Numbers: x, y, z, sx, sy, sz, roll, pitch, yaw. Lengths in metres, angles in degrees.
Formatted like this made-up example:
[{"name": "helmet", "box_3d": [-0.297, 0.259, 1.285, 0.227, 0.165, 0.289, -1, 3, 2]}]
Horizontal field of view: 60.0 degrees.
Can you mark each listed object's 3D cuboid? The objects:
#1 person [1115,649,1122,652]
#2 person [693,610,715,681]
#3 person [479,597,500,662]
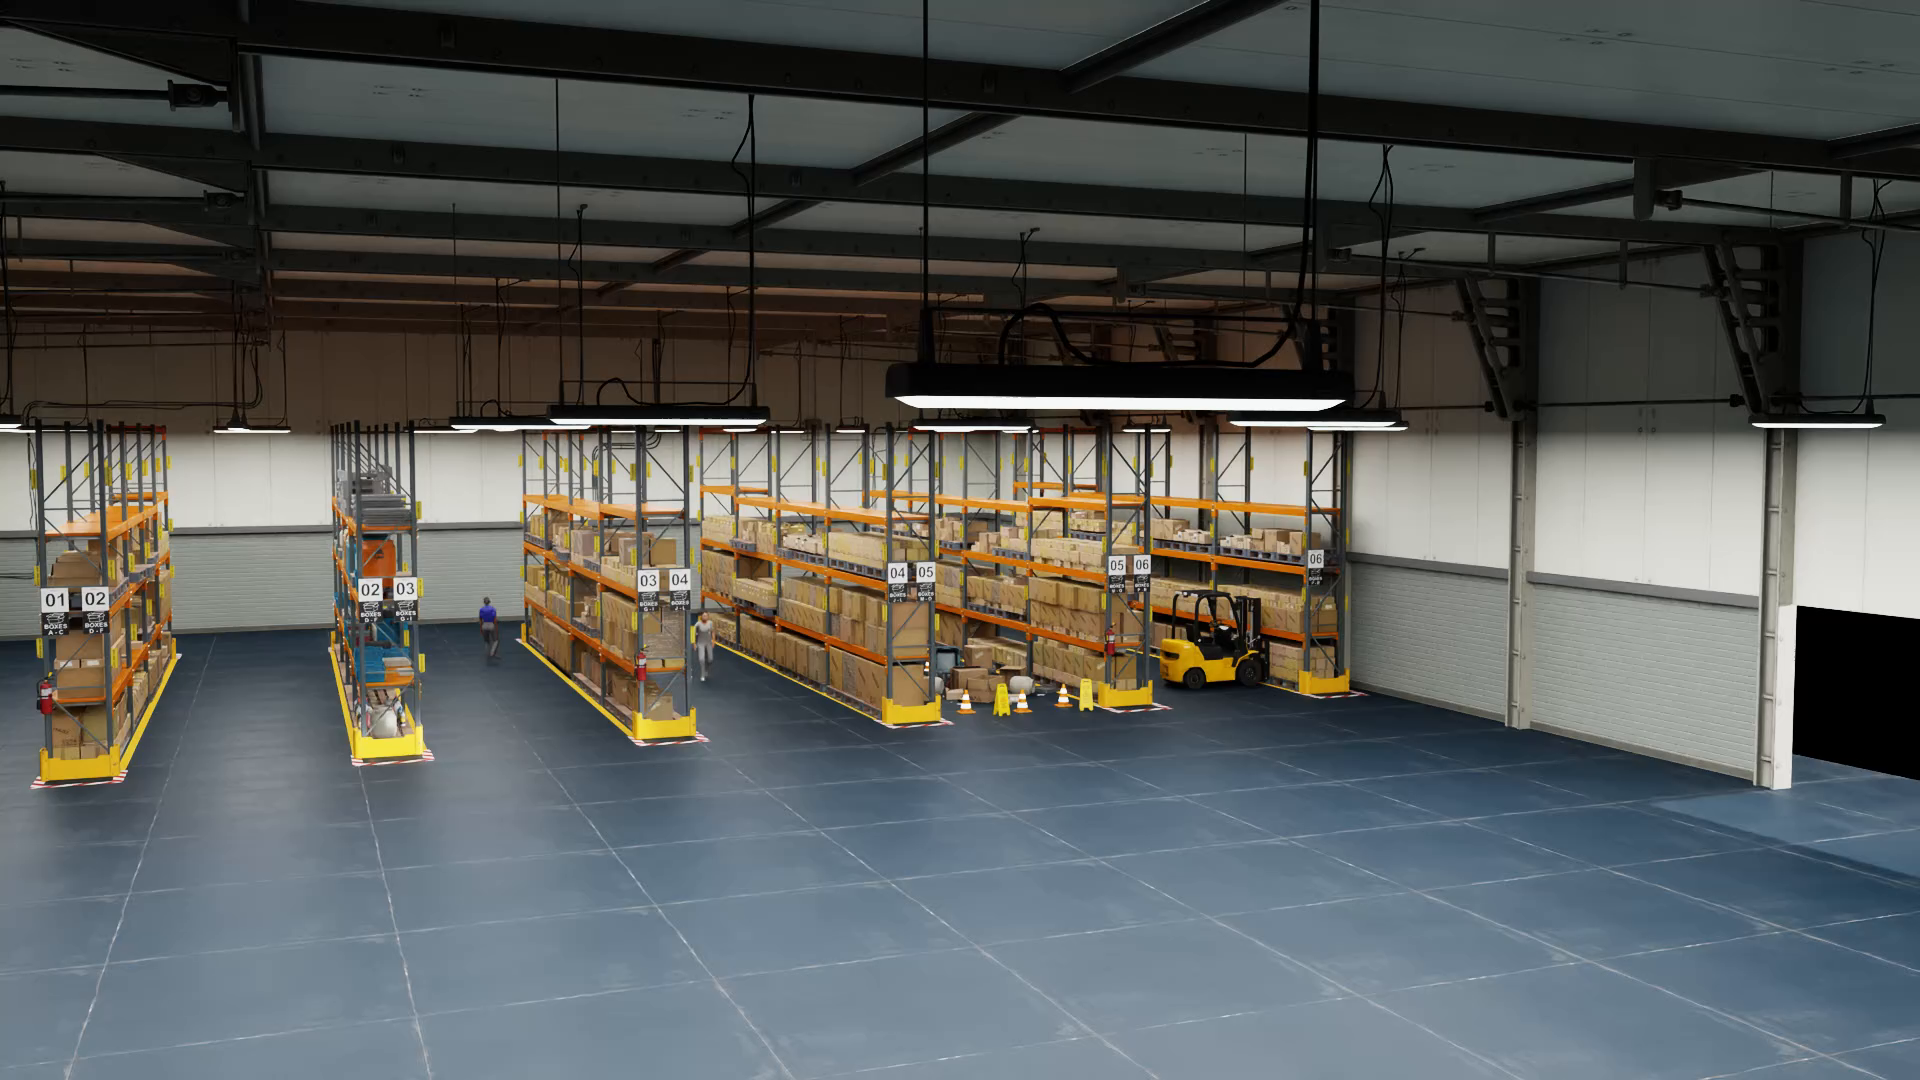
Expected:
[{"name": "person", "box_3d": [3.676, 2.425, 39.617, 0.694, 1.660, 0.770, -1, 4, -20]}, {"name": "person", "box_3d": [-6.046, 2.464, 39.123, 0.534, 1.657, 0.603, -2, 4, -25]}, {"name": "person", "box_3d": [-11.935, 2.266, 42.135, 0.514, 1.651, 0.471, 0, 4, -3]}]
